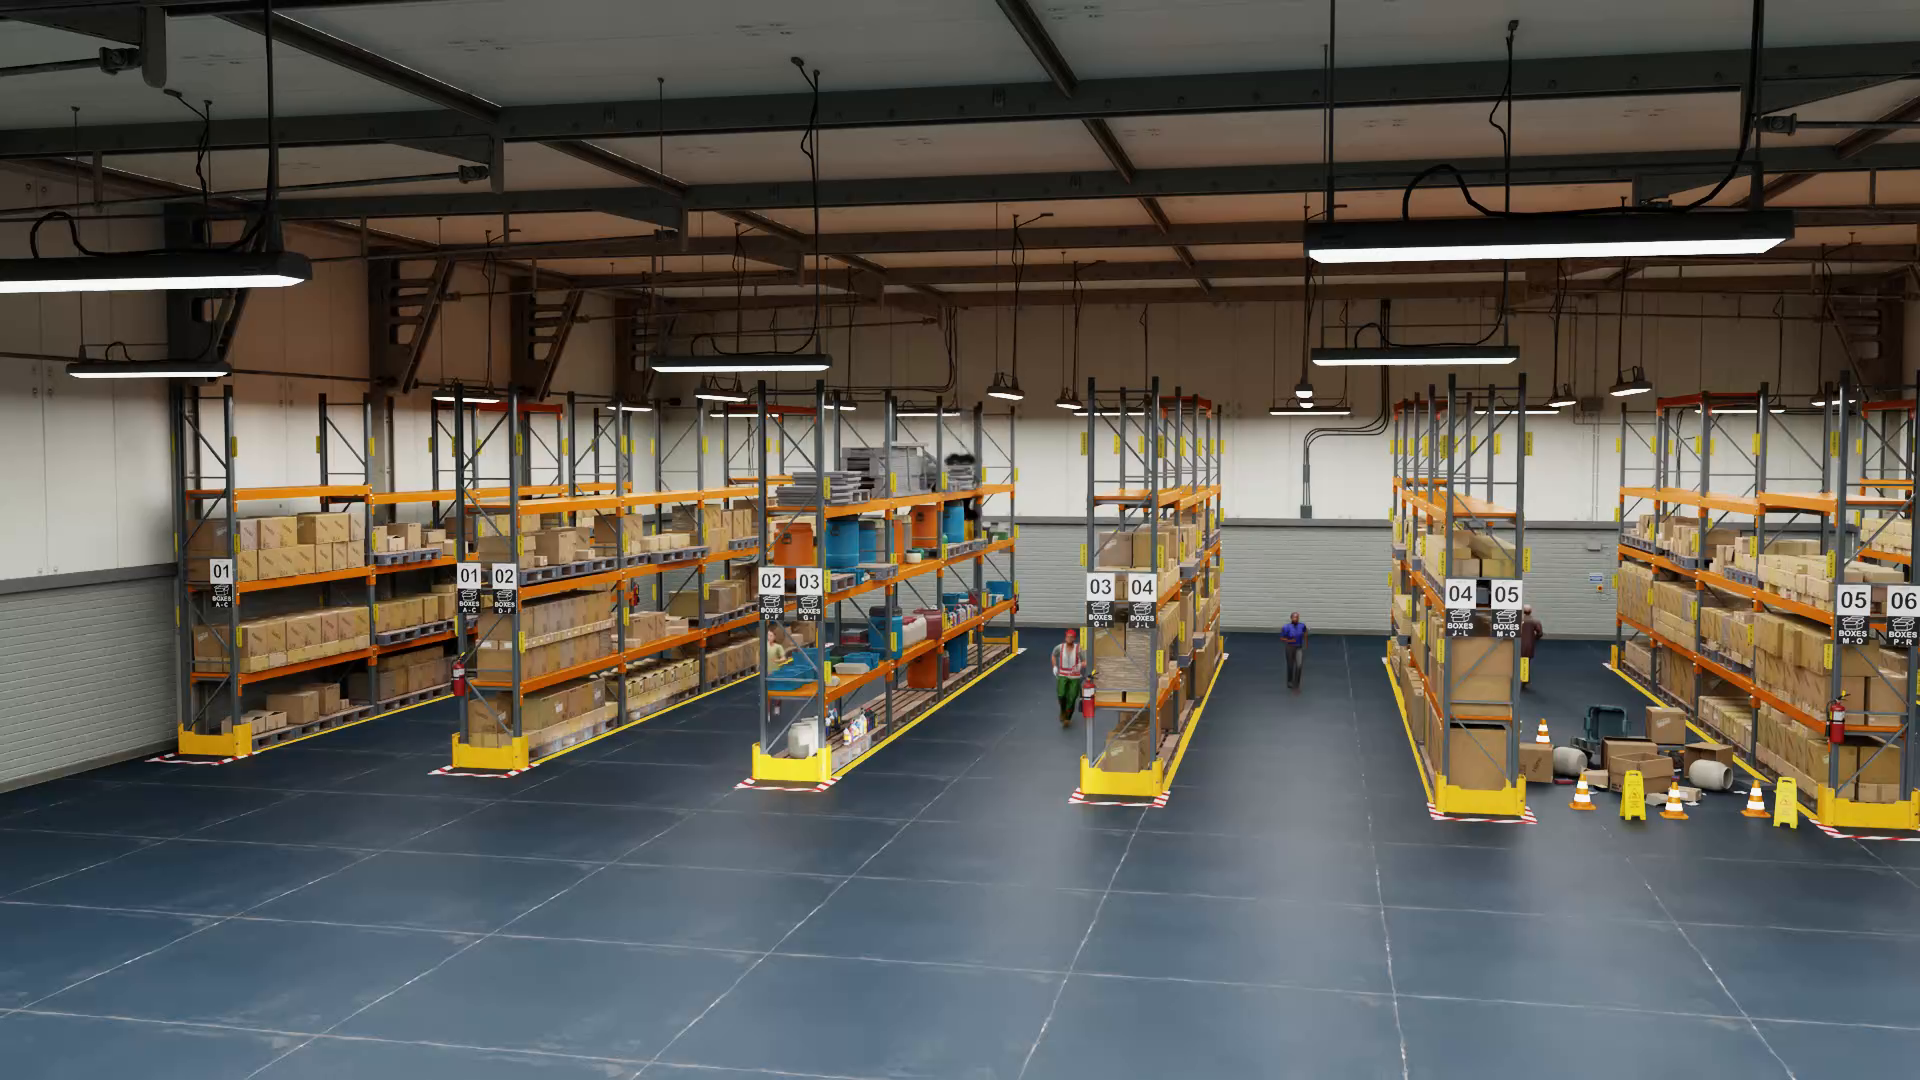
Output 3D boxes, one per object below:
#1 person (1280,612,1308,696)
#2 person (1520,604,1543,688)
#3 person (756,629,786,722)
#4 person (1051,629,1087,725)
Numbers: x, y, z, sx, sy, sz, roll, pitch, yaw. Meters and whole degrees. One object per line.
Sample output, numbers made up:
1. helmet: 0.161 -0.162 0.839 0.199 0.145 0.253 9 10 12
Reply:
1. person: 6.796 2.292 33.851 0.600 1.692 0.924 0 3 0
2. person: 11.738 2.202 34.590 0.707 1.740 0.566 0 3 5
3. person: -3.458 2.463 30.365 0.581 1.627 0.958 0 3 0
4. person: 1.951 2.458 29.696 0.657 1.736 0.629 0 3 5
